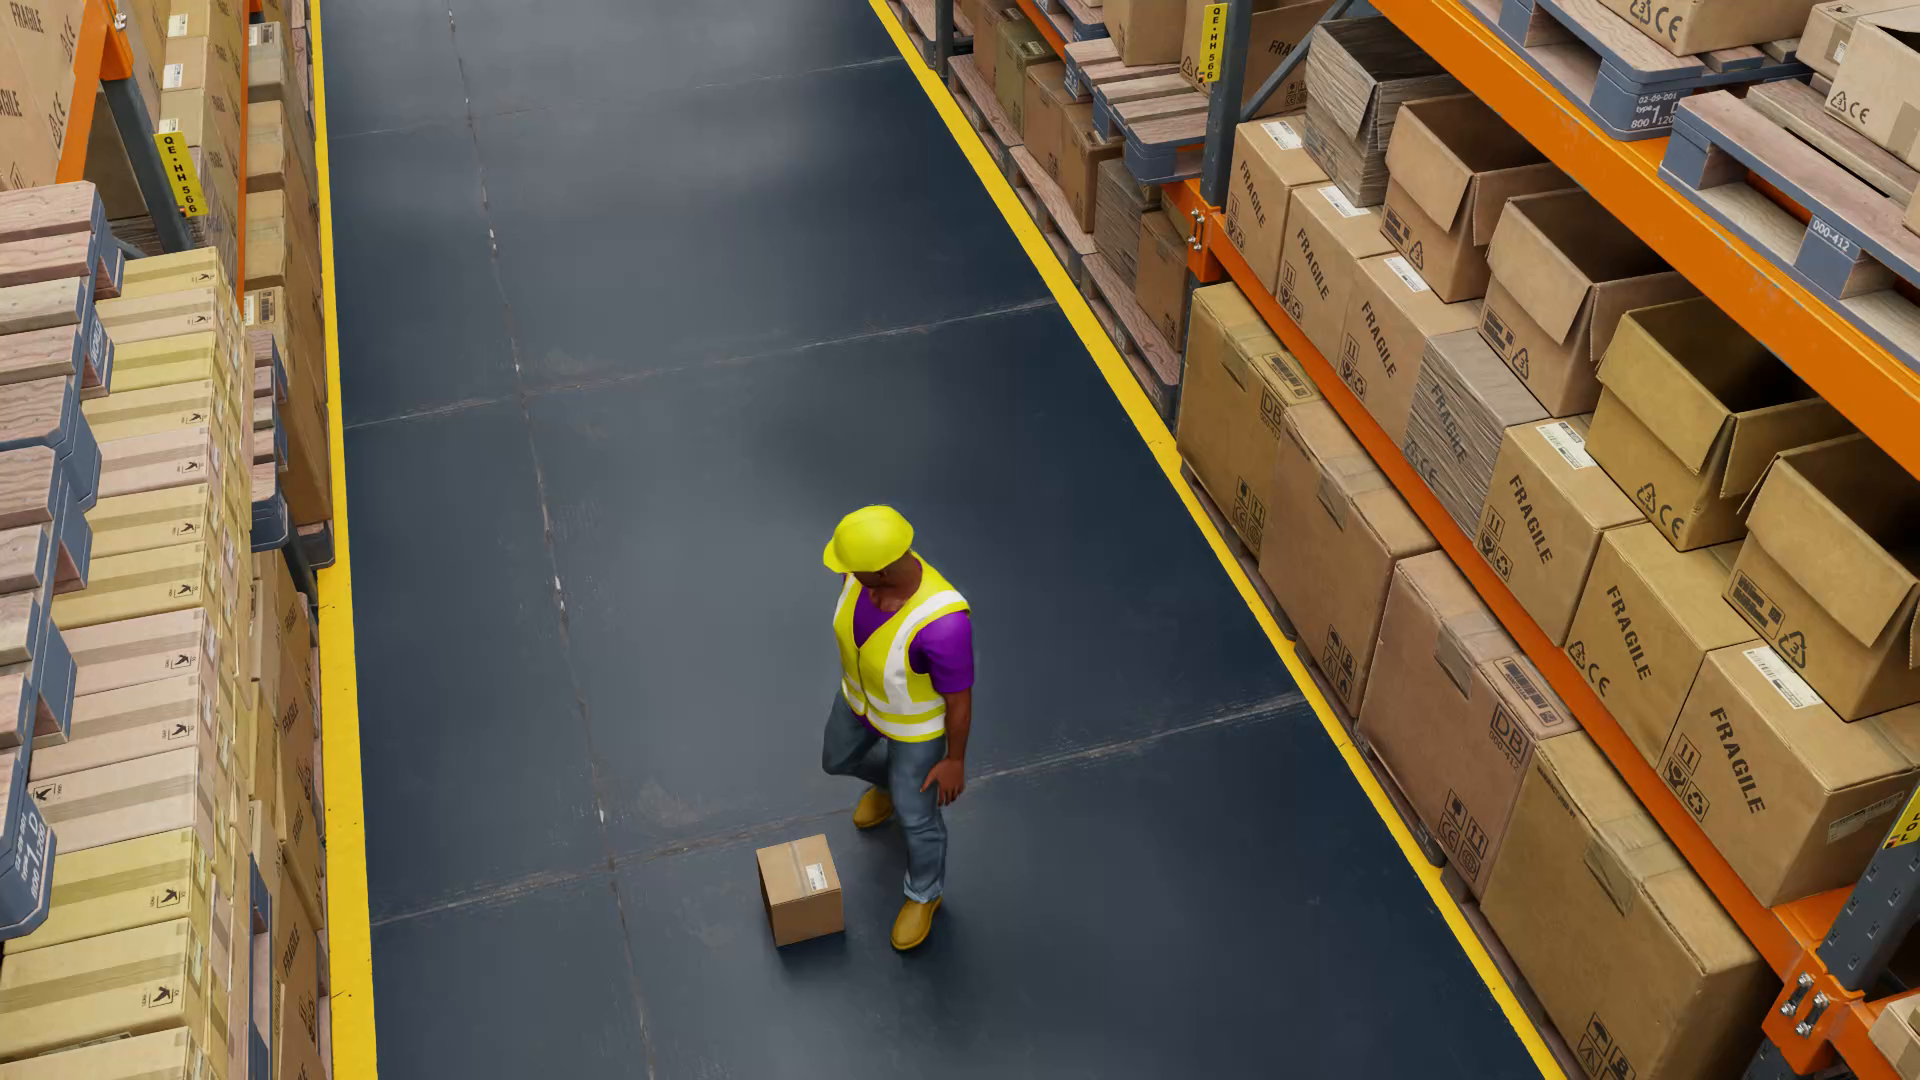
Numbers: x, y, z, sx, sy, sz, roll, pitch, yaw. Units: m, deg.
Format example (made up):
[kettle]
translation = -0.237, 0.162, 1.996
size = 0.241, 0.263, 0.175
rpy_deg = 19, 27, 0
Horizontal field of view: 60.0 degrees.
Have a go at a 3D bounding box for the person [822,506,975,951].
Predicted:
[person]
translation = -0.198, 0.559, 5.513
size = 0.544, 1.765, 0.661
rpy_deg = -33, 52, -31
